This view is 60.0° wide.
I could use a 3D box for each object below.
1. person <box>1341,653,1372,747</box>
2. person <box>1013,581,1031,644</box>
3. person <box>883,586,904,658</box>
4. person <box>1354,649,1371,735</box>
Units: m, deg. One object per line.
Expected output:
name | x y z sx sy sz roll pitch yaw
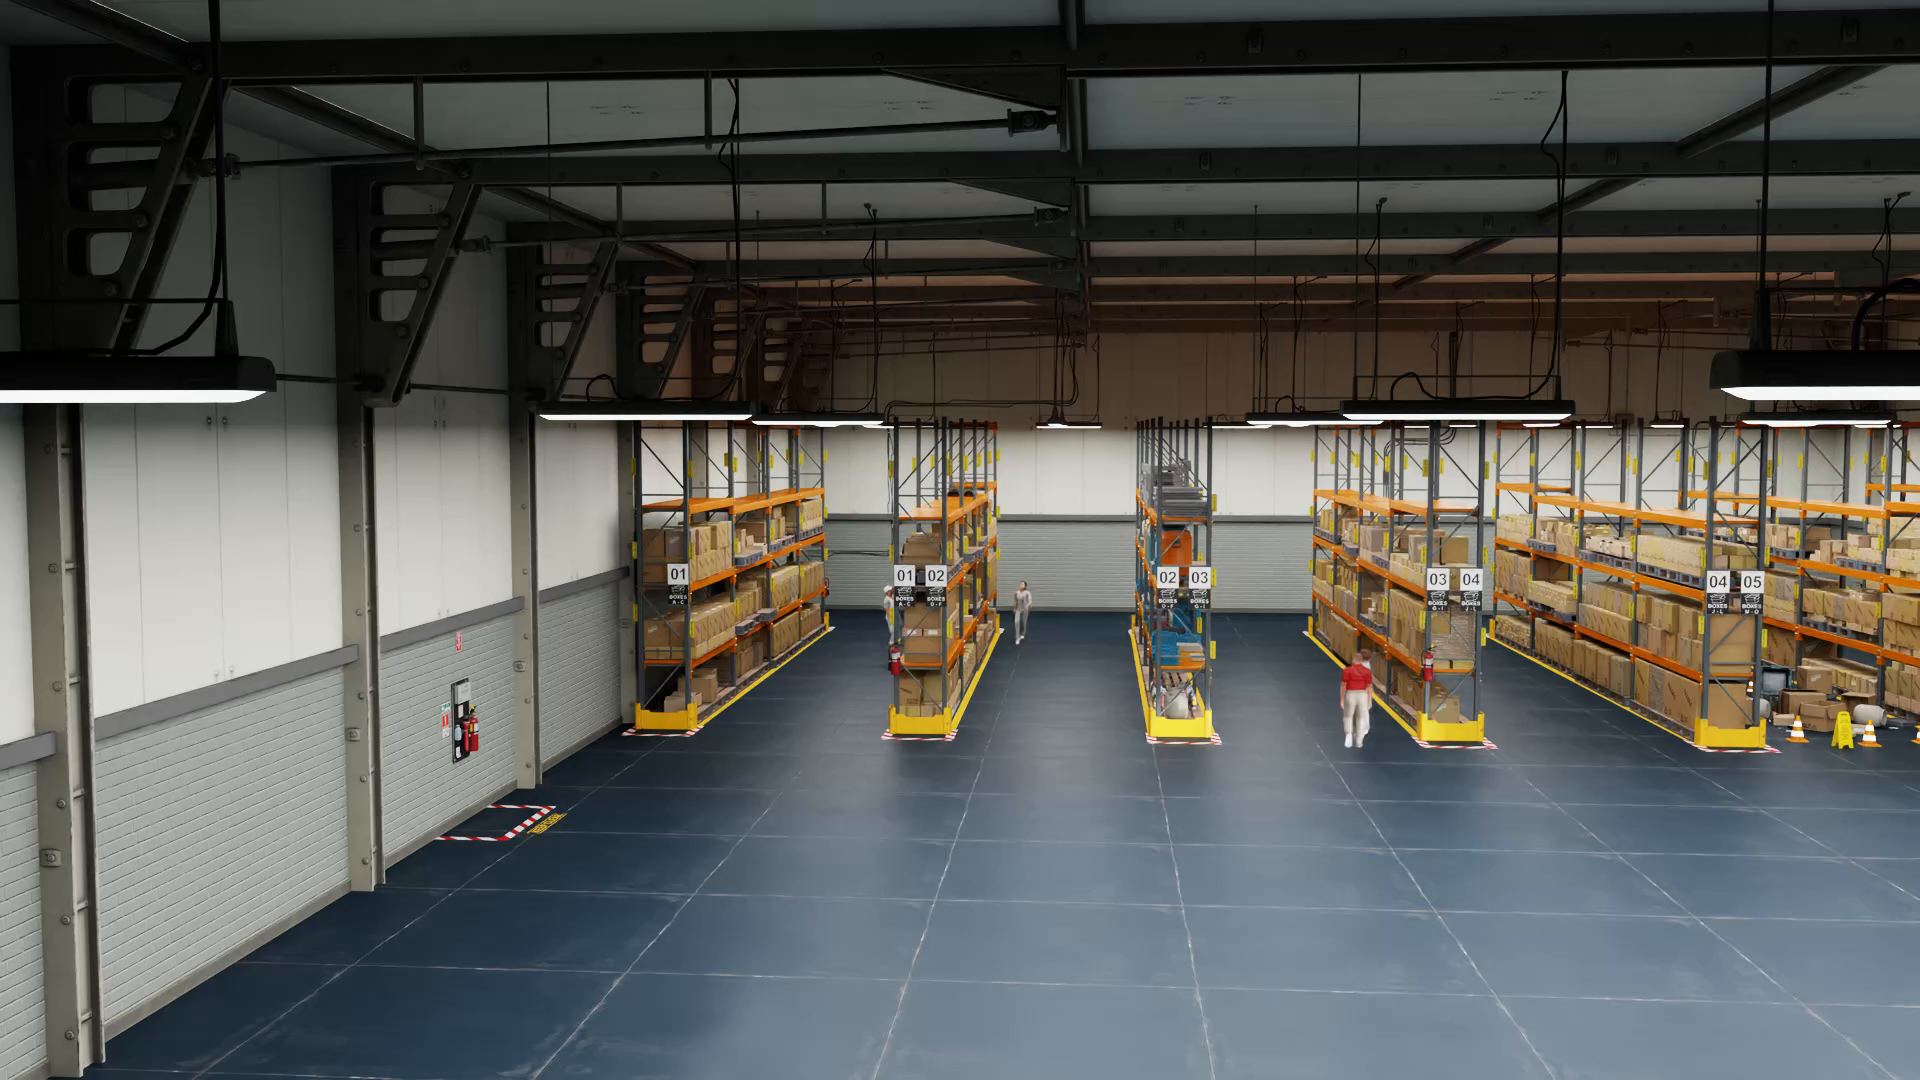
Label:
person | 7.143 2.892 29.973 0.545 1.713 0.584 1 4 20
person | 1.655 1.912 44.359 0.504 1.647 0.982 0 4 5
person | -1.651 2.039 41.418 0.472 1.815 0.589 3 5 35
person | 7.611 2.867 31.466 0.380 1.606 0.535 0 4 0
